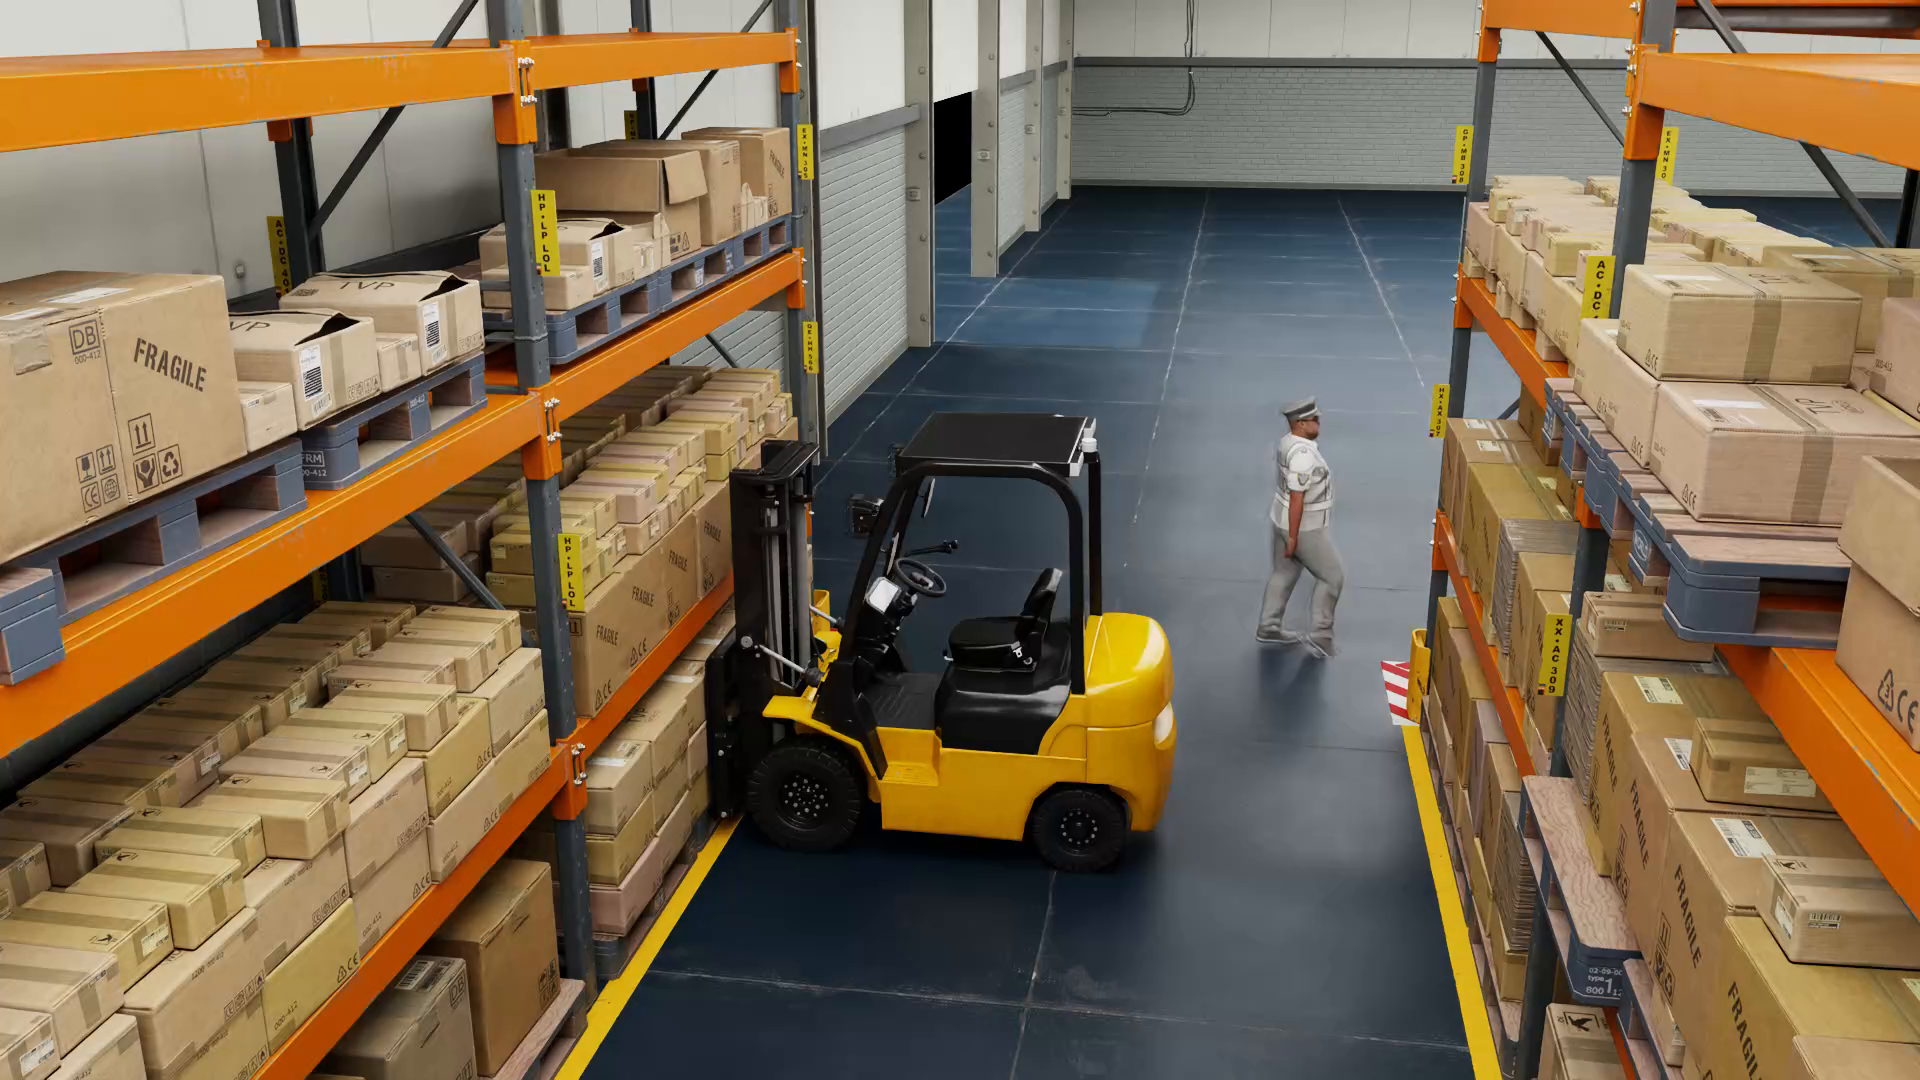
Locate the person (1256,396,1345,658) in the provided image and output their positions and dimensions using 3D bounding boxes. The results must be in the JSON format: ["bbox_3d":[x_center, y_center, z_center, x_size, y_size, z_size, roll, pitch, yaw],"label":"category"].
[{"bbox_3d":[2.350,-0.074,11.317,0.579,1.858,0.528,-2,18,-6],"label":"person"}]
